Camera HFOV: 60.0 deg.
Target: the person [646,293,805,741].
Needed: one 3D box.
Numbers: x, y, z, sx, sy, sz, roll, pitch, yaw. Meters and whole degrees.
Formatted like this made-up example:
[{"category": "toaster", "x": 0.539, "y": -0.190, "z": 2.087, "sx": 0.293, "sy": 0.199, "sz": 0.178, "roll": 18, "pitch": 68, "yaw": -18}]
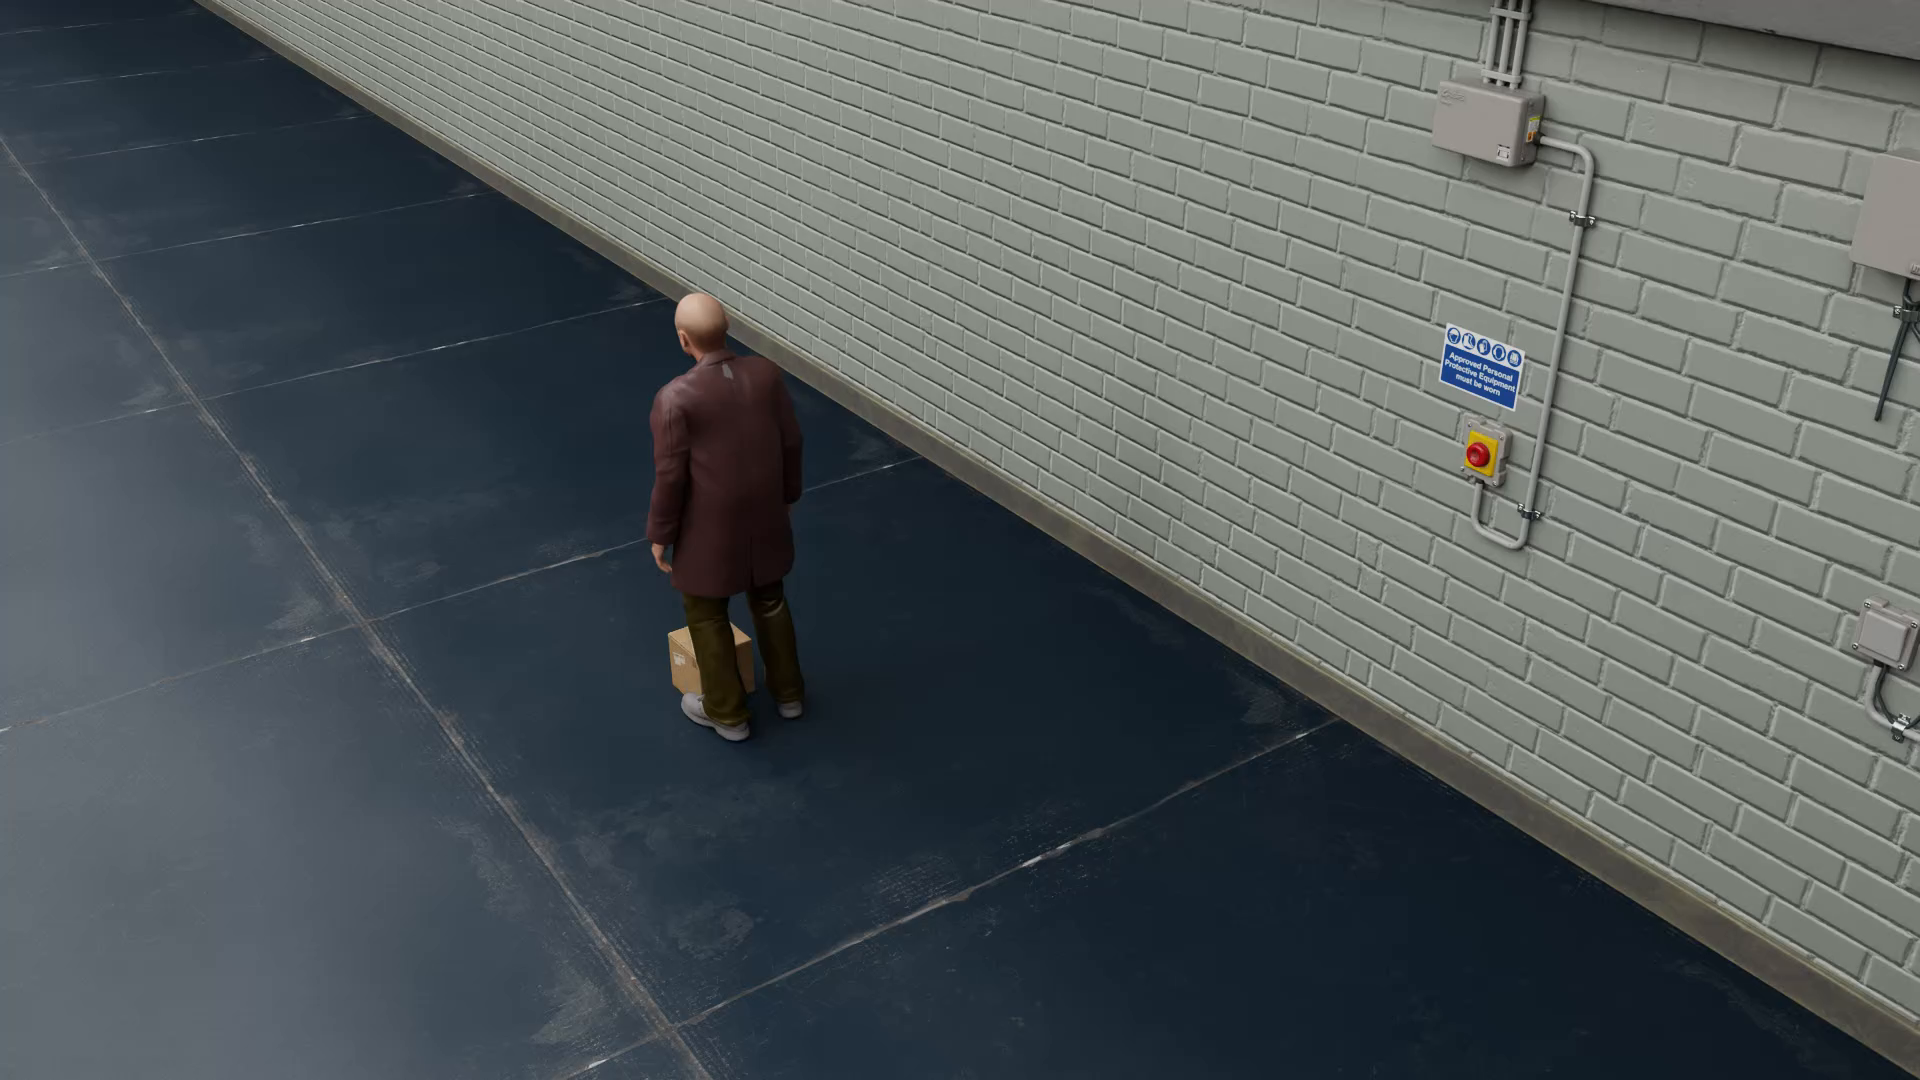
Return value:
[{"category": "person", "x": -0.876, "y": -0.074, "z": 6.277, "sx": 0.655, "sy": 1.774, "sz": 0.416, "roll": -20, "pitch": 34, "yaw": -32}]
